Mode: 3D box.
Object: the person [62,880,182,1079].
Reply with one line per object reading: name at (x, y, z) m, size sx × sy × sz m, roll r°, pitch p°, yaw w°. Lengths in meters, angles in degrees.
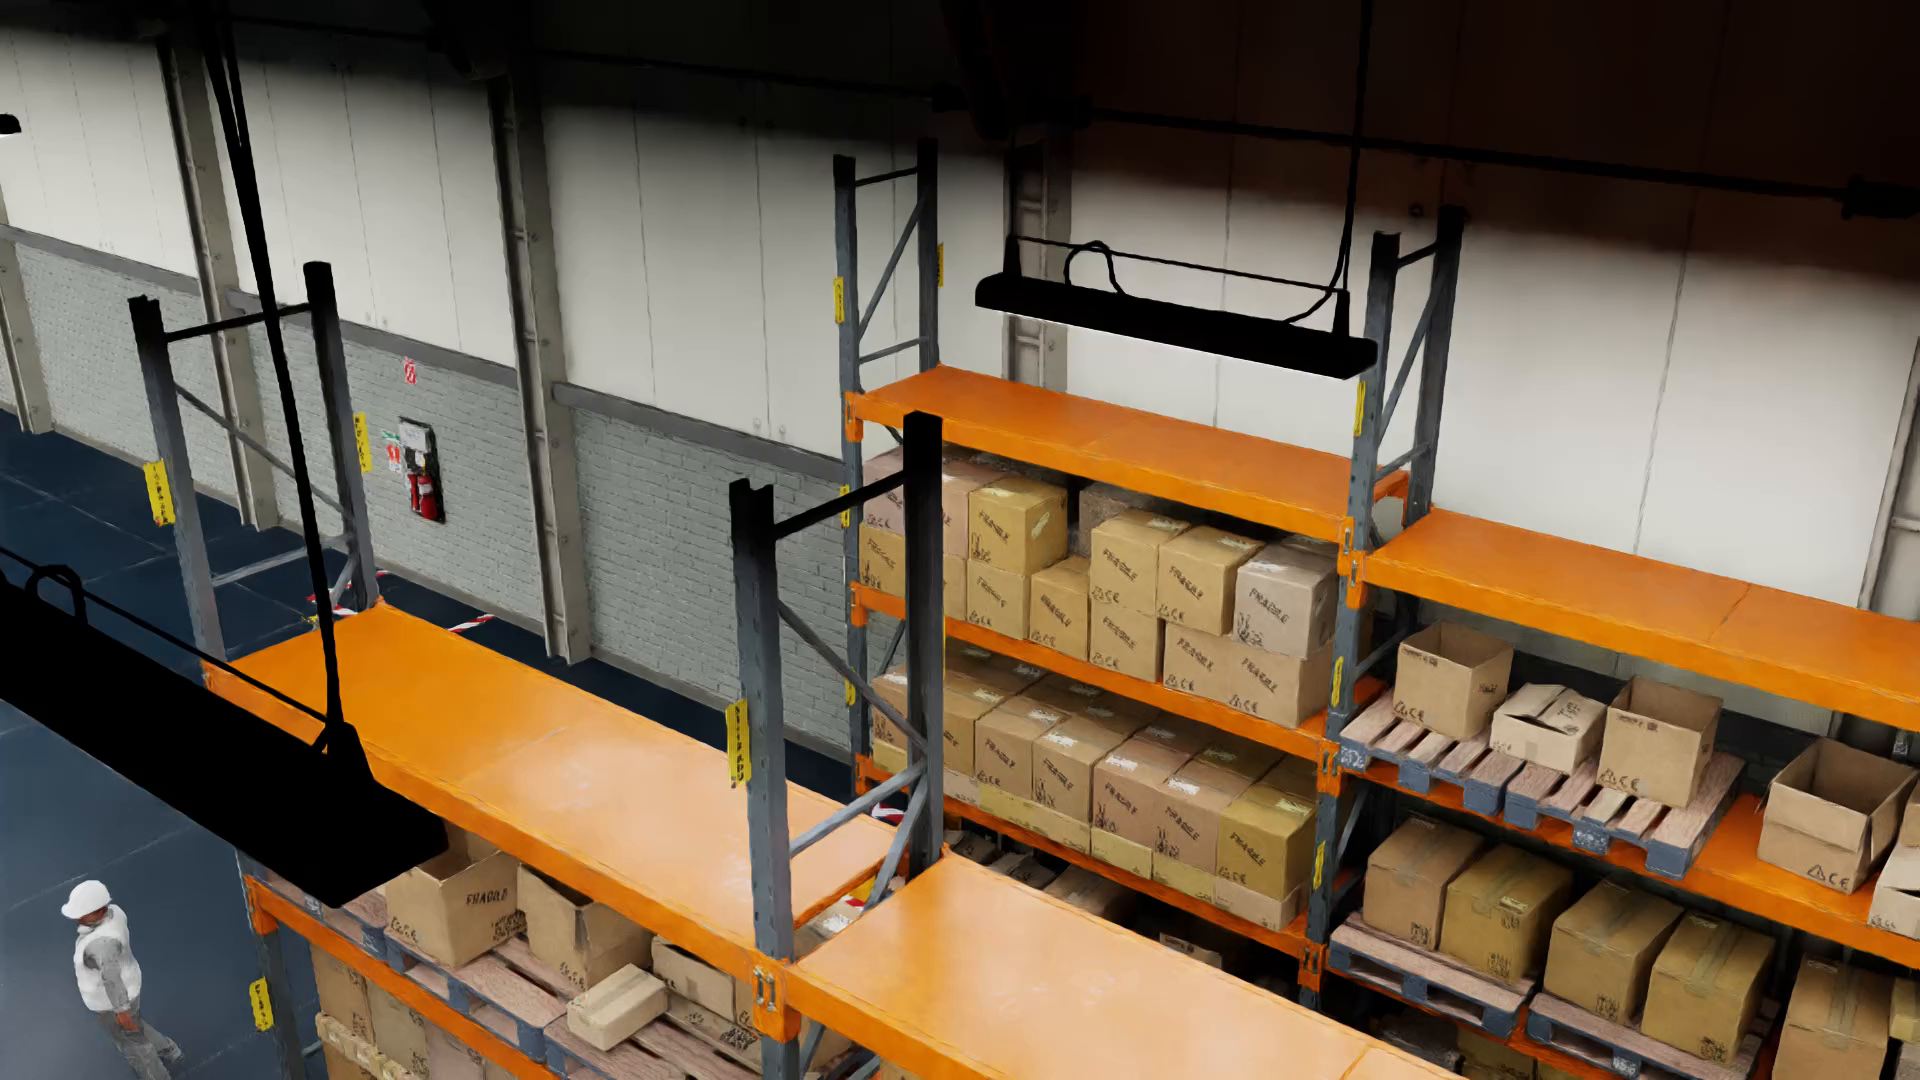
person at (-5.629, 2.989, 11.184) m, size 0.470 × 1.763 × 0.695 m, roll -8°, pitch 24°, yaw -19°
